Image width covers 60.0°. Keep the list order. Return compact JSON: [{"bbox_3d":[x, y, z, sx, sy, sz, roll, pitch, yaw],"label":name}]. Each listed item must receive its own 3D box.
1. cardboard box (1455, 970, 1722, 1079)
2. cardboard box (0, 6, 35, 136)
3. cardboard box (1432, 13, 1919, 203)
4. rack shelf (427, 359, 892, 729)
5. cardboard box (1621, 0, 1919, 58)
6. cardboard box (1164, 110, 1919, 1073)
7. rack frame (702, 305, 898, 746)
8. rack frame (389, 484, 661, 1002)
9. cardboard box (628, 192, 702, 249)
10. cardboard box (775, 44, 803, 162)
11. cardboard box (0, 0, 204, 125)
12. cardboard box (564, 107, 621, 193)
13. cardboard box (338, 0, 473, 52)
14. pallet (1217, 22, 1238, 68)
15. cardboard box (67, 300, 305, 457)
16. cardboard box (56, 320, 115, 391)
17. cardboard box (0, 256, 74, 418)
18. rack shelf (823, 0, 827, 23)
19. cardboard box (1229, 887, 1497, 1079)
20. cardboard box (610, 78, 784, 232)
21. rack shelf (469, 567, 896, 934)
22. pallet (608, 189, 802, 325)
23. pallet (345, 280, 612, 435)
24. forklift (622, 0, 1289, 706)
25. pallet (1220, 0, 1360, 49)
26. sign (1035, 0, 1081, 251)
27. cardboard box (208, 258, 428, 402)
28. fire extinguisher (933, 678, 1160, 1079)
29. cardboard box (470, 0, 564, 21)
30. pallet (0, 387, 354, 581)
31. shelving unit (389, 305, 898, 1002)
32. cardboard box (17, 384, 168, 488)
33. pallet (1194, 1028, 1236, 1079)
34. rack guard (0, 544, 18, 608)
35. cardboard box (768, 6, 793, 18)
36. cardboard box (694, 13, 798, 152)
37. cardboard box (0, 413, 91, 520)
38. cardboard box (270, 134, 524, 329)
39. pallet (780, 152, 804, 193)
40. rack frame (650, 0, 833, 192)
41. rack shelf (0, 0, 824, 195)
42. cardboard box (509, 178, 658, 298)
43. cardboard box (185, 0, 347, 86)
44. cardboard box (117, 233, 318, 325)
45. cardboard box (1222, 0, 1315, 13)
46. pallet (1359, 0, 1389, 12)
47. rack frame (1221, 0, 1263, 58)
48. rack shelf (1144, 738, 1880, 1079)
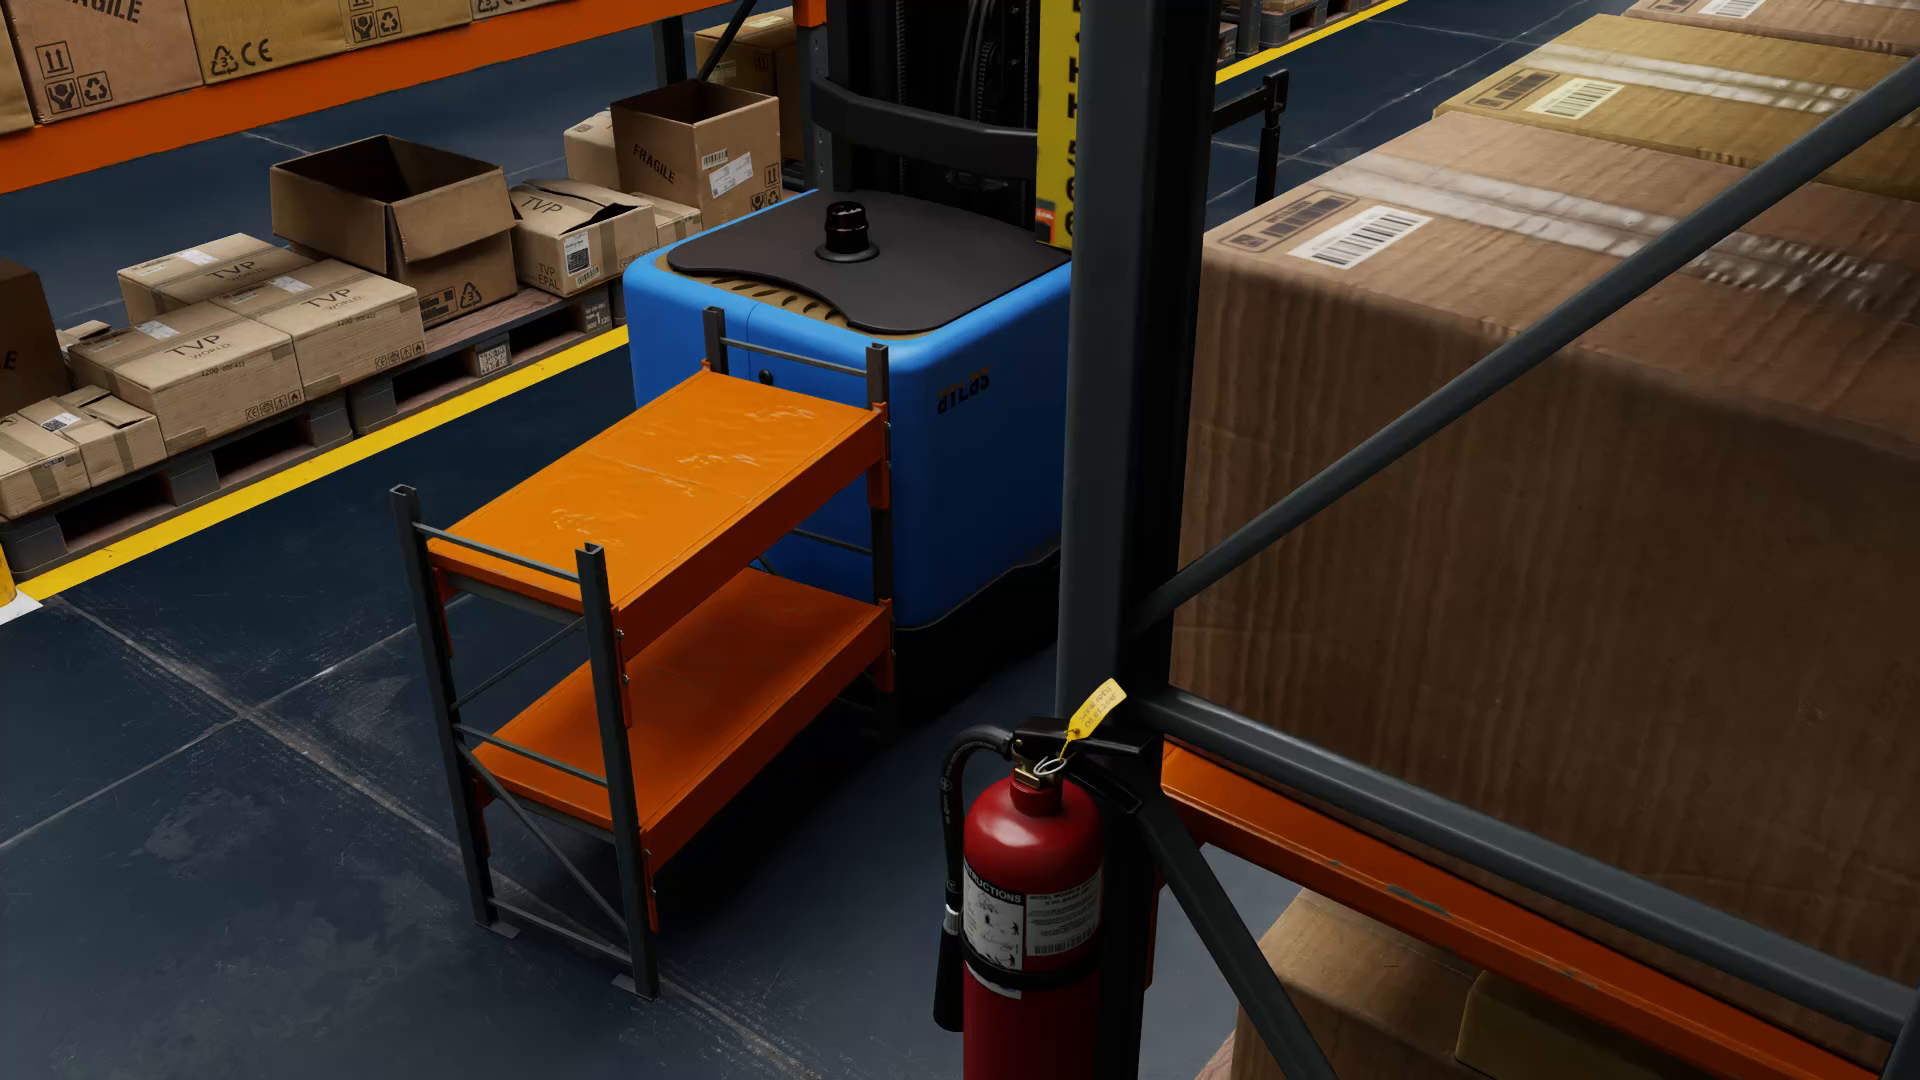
[{"bbox_3d":[0.974,0.735,2.472,0.380,0.149,0.250,21,37,32],"label":"cardboard box"},{"bbox_3d":[-2.927,-1.343,4.476,0.500,0.500,0.500,22,37,32],"label":"cardboard box"},{"bbox_3d":[1.277,-0.316,2.548,0.980,0.700,0.700,21,36,31],"label":"cardboard box"},{"bbox_3d":[-0.632,-0.037,3.636,0.538,0.278,1.000,15,34,24],"label":"rack shelf"},{"bbox_3d":[1.745,-0.624,3.066,0.980,0.700,0.700,19,36,29],"label":"cardboard box"},{"bbox_3d":[0.847,-0.017,2.043,0.980,0.700,0.700,23,38,33],"label":"cardboard box"},{"bbox_3d":[-0.390,-0.013,4.169,0.500,1.125,0.032,15,34,24],"label":"rack frame"},{"bbox_3d":[-0.874,0.442,3.400,0.500,1.125,0.032,15,34,24],"label":"rack frame"},{"bbox_3d":[-1.286,-1.300,6.866,0.380,0.149,0.250,21,37,31],"label":"cardboard box"},{"bbox_3d":[-0.504,-2.062,7.808,0.500,0.500,0.500,19,36,29],"label":"cardboard box"},{"bbox_3d":[-2.619,-1.554,4.833,0.500,0.500,0.500,21,36,31],"label":"cardboard box"},{"bbox_3d":[-1.416,-1.755,7.475,0.500,0.311,0.500,21,37,31],"label":"cardboard box"},{"bbox_3d":[-2.011,-1.960,5.517,0.500,0.500,0.500,22,37,32],"label":"cardboard box"},{"bbox_3d":[0.944,-2.961,10.040,1.003,0.211,1.213,21,37,31],"label":"pallet"},{"bbox_3d":[-2.548,-0.544,5.492,0.500,0.250,0.500,21,37,31],"label":"cardboard box"},{"bbox_3d":[-2.957,-0.605,5.676,0.380,0.166,0.250,21,37,31],"label":"cardboard box"},{"bbox_3d":[-3.273,-0.612,5.360,0.500,0.500,0.500,21,37,31],"label":"cardboard box"},{"bbox_3d":[0.217,-3.330,8.633,1.077,0.370,4.000,21,37,31],"label":"rack shelf"},{"bbox_3d":[0.890,0.902,2.827,0.700,0.500,0.500,21,37,31],"label":"cardboard box"},{"bbox_3d":[-1.108,-1.622,7.065,0.500,0.500,0.500,21,37,31],"label":"cardboard box"},{"bbox_3d":[-0.632,0.425,3.910,0.538,0.278,1.000,15,34,24],"label":"rack shelf"},{"bbox_3d":[-1.405,-1.348,7.318,1.003,0.211,1.213,21,37,31],"label":"pallet"},{"bbox_3d":[-2.141,-0.850,6.478,1.003,0.211,1.213,21,37,31],"label":"pallet"},{"bbox_3d":[0.382,-1.516,4.934,1.130,2.935,3.031,21,37,31],"label":"forklift"},{"bbox_3d":[1.952,-3.576,11.076,1.003,0.211,1.213,21,37,31],"label":"pallet"},{"bbox_3d":[0.123,-0.451,1.700,0.100,0.325,0.005,21,37,31],"label":"sign"},{"bbox_3d":[-2.247,-0.747,5.835,0.500,0.250,0.500,21,37,31],"label":"cardboard box"},{"bbox_3d":[0.088,0.435,2.015,0.296,0.674,0.183,21,37,31],"label":"fire extinguisher"},{"bbox_3d":[-1.706,-2.168,5.868,0.500,0.500,0.500,22,37,32],"label":"cardboard box"},{"bbox_3d":[-2.878,-0.356,5.645,1.003,0.211,1.213,21,37,31],"label":"pallet"},{"bbox_3d":[-0.632,0.214,3.785,0.538,1.125,1.048,15,34,24],"label":"shelving unit"},{"bbox_3d":[-2.727,-0.337,5.225,0.380,0.166,0.250,21,37,31],"label":"cardboard box"},{"bbox_3d":[0.967,1.173,3.064,1.003,0.211,1.213,21,37,31],"label":"pallet"},{"bbox_3d":[-3.359,-0.156,5.024,1.175,0.500,0.348,21,37,31],"label":"rack guard"},{"bbox_3d":[-0.616,-2.428,8.425,0.500,0.500,0.500,21,37,31],"label":"cardboard box"},{"bbox_3d":[-0.921,-2.229,8.090,0.500,0.500,0.500,21,37,31],"label":"cardboard box"},{"bbox_3d":[-2.878,-0.228,5.058,0.380,0.149,0.250,21,37,31],"label":"cardboard box"},{"bbox_3d":[-2.120,-1.177,6.311,0.797,0.503,0.637,21,37,31],"label":"cardboard box"},{"bbox_3d":[-0.529,-1.969,8.366,1.003,0.211,1.213,21,37,31],"label":"pallet"},{"bbox_3d":[-0.990,-2.827,7.078,1.000,3.000,0.127,21,37,31],"label":"rack frame"},{"bbox_3d":[-2.197,-1.704,5.889,1.077,0.370,4.000,21,37,31],"label":"rack shelf"},{"bbox_3d":[-1.561,-1.236,6.598,0.500,0.311,0.500,21,37,31],"label":"cardboard box"},{"bbox_3d":[-2.314,-1.758,5.175,0.500,0.500,0.500,21,37,31],"label":"cardboard box"},{"bbox_3d":[-2.675,-0.881,6.060,0.500,0.250,0.500,21,37,31],"label":"cardboard box"},{"bbox_3d":[1.975,-3.573,10.622,0.500,0.250,0.500,21,37,31],"label":"cardboard box"},{"bbox_3d":[2.689,-4.069,11.909,1.003,0.211,1.213,21,37,31],"label":"pallet"},{"bbox_3d":[1.424,-4.453,9.821,1.000,3.000,0.127,21,37,31],"label":"rack frame"},{"bbox_3d":[1.754,-0.181,3.319,1.077,0.370,4.000,21,37,31],"label":"rack shelf"}]
